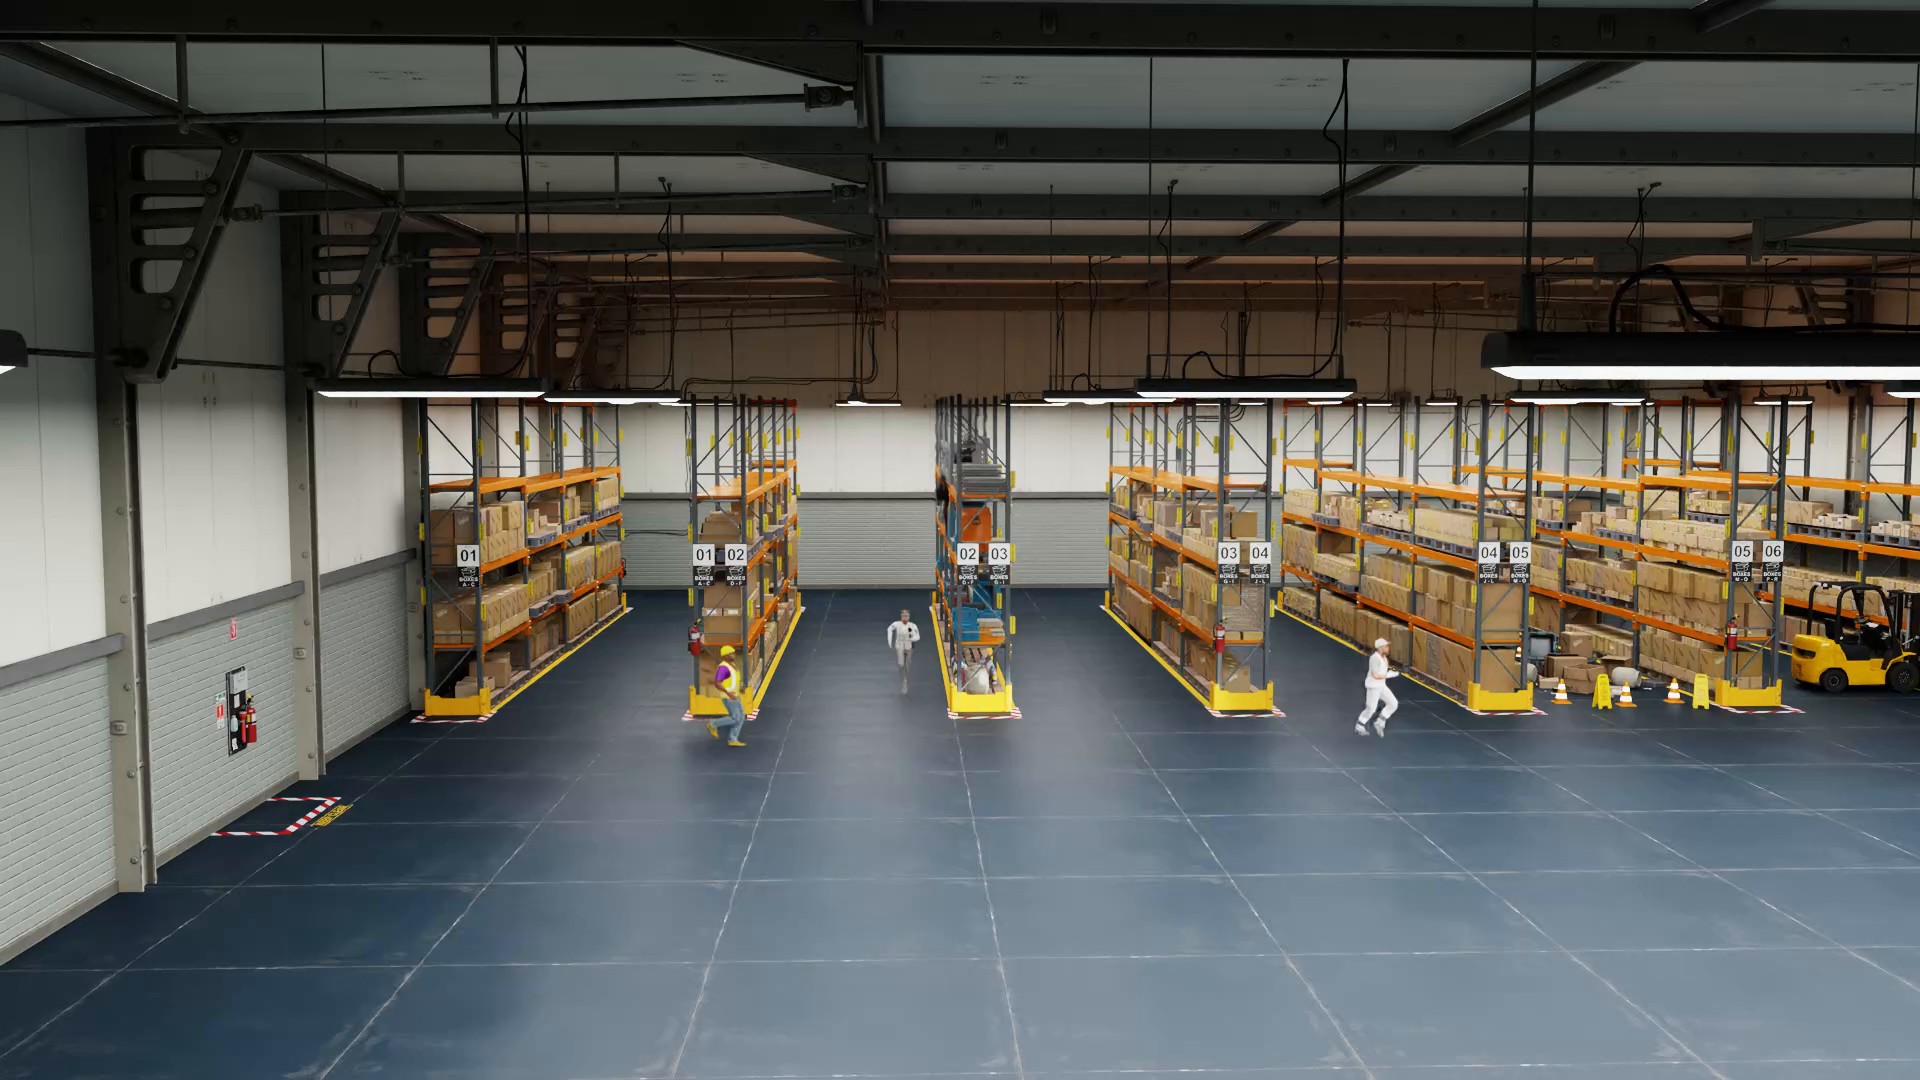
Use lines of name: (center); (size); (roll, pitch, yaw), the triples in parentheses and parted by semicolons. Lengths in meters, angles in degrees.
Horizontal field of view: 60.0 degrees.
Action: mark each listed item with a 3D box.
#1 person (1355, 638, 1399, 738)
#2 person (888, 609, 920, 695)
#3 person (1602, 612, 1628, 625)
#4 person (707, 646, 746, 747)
person: (7.230, 2.561, 28.778); (0.810, 1.748, 0.696); (3, 6, 35)
person: (-1.132, 2.241, 33.663); (0.636, 1.725, 0.827); (0, 5, -4)
person: (16.956, 1.454, 43.189); (0.628, 1.780, 1.099); (-1, 5, -9)
person: (-3.952, 2.647, 28.224); (0.652, 1.724, 0.702); (1, 5, 9)
